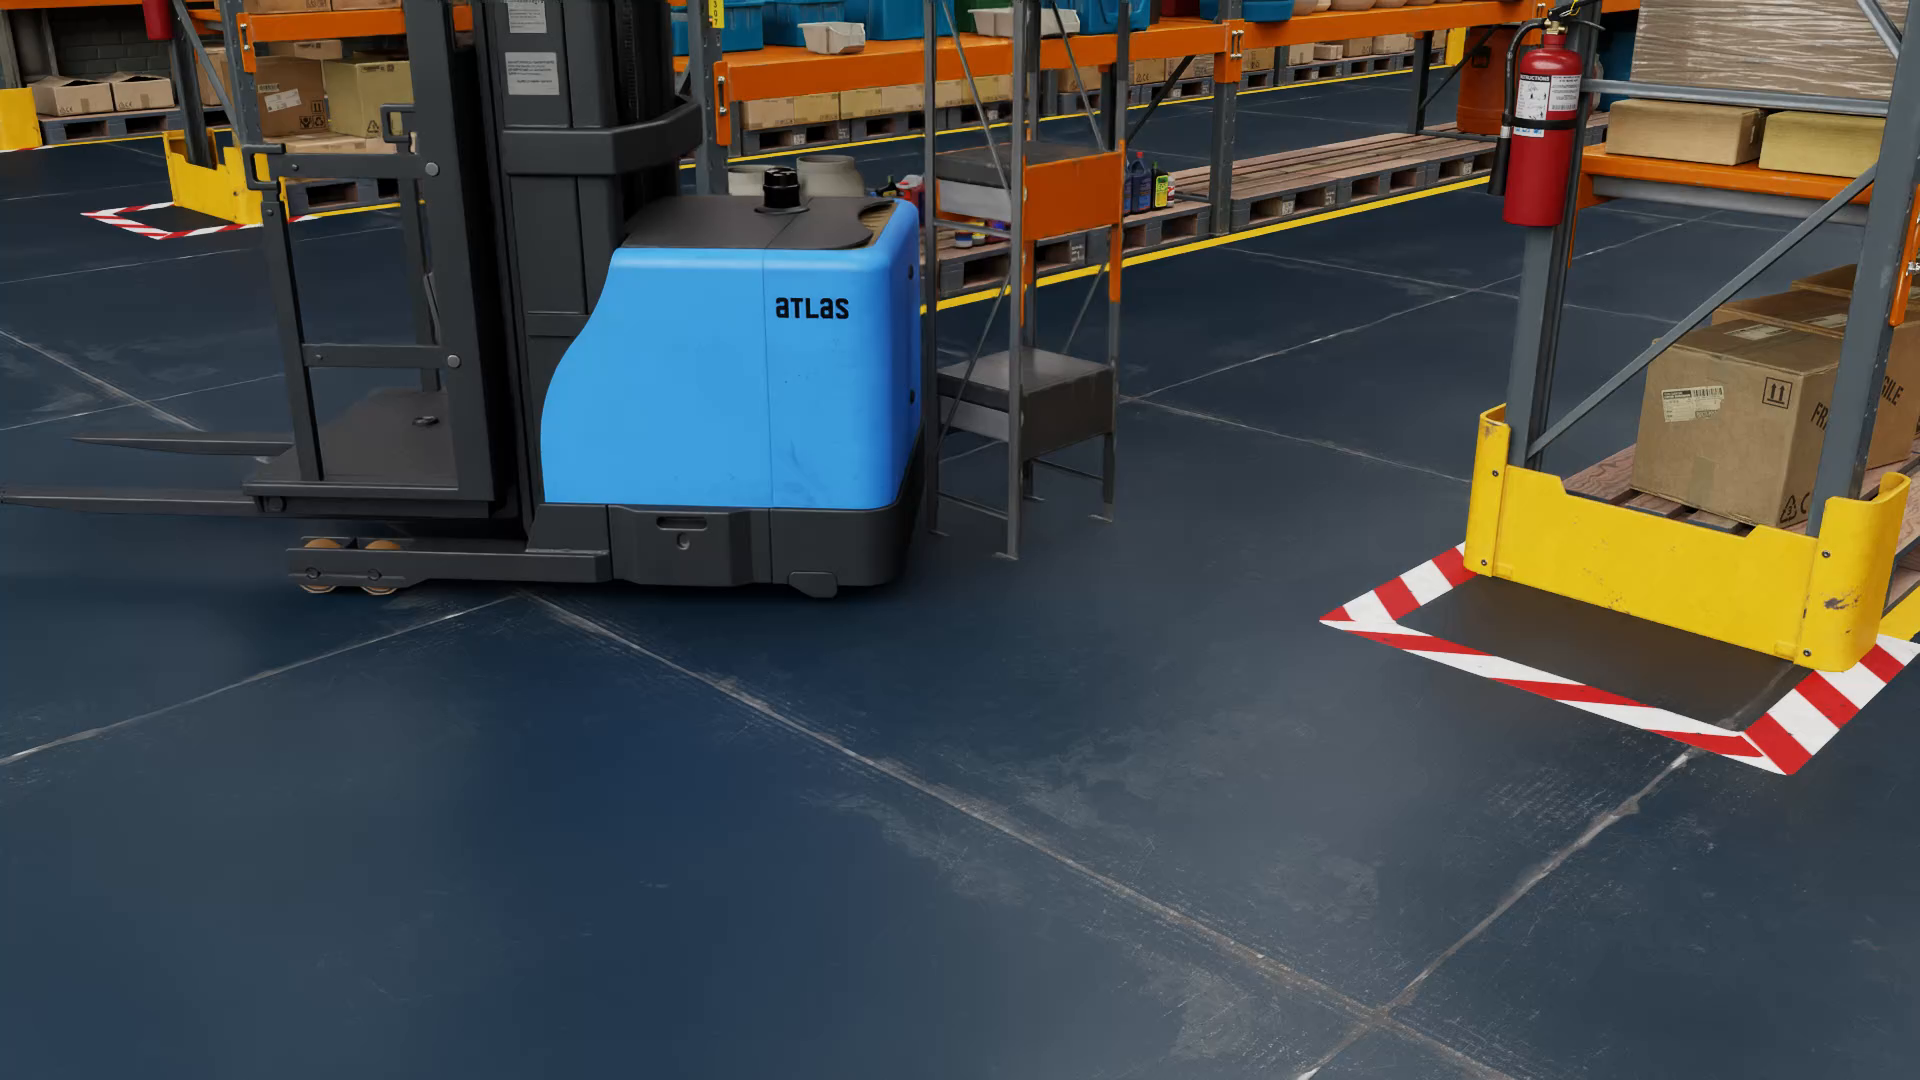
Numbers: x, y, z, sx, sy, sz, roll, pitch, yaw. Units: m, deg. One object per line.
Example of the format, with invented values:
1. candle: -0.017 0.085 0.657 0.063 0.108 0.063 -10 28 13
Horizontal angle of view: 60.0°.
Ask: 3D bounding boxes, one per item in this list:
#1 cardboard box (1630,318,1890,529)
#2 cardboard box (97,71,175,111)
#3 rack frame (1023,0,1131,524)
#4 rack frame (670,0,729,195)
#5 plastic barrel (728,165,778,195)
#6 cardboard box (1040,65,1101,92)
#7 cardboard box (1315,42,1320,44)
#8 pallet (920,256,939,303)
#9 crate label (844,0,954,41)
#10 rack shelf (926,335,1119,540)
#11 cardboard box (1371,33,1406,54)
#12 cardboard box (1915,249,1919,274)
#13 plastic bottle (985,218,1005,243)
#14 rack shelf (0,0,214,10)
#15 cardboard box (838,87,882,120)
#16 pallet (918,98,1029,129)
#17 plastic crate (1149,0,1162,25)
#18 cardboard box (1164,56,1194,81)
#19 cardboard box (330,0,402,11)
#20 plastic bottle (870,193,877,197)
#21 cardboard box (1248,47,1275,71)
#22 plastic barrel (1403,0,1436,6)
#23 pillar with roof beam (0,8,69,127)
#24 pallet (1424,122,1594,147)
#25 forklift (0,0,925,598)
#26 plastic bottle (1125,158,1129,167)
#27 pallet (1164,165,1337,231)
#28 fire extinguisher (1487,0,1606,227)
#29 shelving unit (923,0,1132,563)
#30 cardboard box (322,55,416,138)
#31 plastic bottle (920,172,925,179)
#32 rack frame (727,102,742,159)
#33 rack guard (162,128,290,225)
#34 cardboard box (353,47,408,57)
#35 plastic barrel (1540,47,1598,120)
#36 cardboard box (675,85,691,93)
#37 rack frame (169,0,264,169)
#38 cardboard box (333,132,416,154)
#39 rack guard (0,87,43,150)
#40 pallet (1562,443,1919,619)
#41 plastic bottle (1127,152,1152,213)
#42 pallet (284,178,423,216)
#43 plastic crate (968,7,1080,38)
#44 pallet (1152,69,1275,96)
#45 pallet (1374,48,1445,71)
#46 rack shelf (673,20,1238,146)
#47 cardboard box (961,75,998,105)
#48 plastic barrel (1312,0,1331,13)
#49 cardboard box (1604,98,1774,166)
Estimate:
1. cardboard box: 2.528 -0.379 5.278 0.500 0.500 0.500 -14 25 -32
2. cardboard box: -7.622 -4.165 15.364 0.500 0.311 0.500 -17 27 -38
3. rack frame: 0.377 -1.085 5.470 0.400 2.100 0.015 19 28 40
4. rack frame: -1.468 -2.433 7.724 1.000 3.000 0.127 19 28 41
5. plastic barrel: -1.064 -1.656 8.585 0.421 0.512 0.421 0 21 0
6. cardboard box: 1.089 -4.814 16.790 0.500 0.500 0.500 -19 28 -40
7. cardboard box: 4.074 -6.119 20.448 0.500 0.311 0.500 19 28 41
8. pallet: -0.878 -1.370 8.845 1.003 0.211 1.213 19 28 41
9. crate label: -0.378 -2.990 9.124 0.502 0.435 0.616 19 28 41
10. rack shelf: 0.208 -0.355 5.561 0.431 0.518 0.480 19 28 40
11. cardboard box: 5.260 -6.270 20.927 0.500 0.250 0.500 19 28 41
12. cardboard box: 3.792 -0.830 6.451 0.500 0.500 0.500 16 26 36
13. plastic bottle: 0.191 -1.812 9.281 0.133 0.283 0.061 -20 28 -41
14. rack shelf: -7.171 -5.091 15.641 1.077 0.370 4.000 19 28 41
15. cardboard box: -1.048 -3.921 14.842 0.500 0.250 0.500 18 28 39
16. pallet: -0.036 -4.227 16.277 1.003 0.211 1.213 19 28 41
17. plastic crate: 0.866 -3.330 10.143 0.767 0.338 0.504 19 28 41
18. cardboard box: 2.164 -5.213 17.828 0.500 0.500 0.500 18 27 39
19. cardboard box: -4.317 -3.973 11.592 0.500 0.500 0.700 -19 28 -41
20. plastic bottle: -0.501 -1.914 9.661 0.097 0.201 0.097 0 21 0
21. cardboard box: 3.218 -5.598 18.830 0.500 0.500 0.500 19 28 40
22. plastic barrel: 3.254 -4.115 11.945 0.421 0.512 0.421 0 21 0
23. pillar with roof beam: -5.613 -7.032 11.327 9.100 9.000 0.400 19 28 41
24. pallet: 4.633 -3.401 14.129 1.003 0.211 1.213 19 28 41
25. forklift: -1.664 -1.384 5.091 3.031 2.935 1.130 1 21 4
26. plastic bottle: 0.976 -2.229 10.271 0.144 0.351 0.185 19 28 41
27. pallet: 1.842 -2.371 11.450 1.003 0.211 1.213 19 28 41
28. fire extinguisher: 1.671 -1.243 4.736 0.296 0.674 0.183 19 28 41
29. shelving unit: 0.208 -1.021 5.305 0.431 2.100 0.503 19 28 40
30. cardboard box: -4.134 -3.147 11.784 0.500 0.500 0.500 19 28 41
31. plastic bottle: -0.209 -2.042 9.891 0.152 0.276 0.135 18 28 39
32. rack frame: -2.224 -4.702 13.627 1.000 3.000 0.127 19 28 41
33. rack guard: -5.031 -2.501 11.384 1.175 0.500 0.348 19 28 41
34. cardboard box: -4.167 -3.409 12.466 0.500 0.500 0.500 19 28 41
35. plastic barrel: 5.230 -3.980 14.525 0.600 0.588 0.708 19 28 41
36. cardboard box: -2.147 -4.052 14.402 0.500 0.311 0.500 19 28 41
37. rack frame: -5.015 -3.674 10.952 1.000 3.000 0.127 19 28 41
38. cardboard box: -4.135 -2.798 11.920 0.500 0.250 0.500 19 28 41
39. rack guard: -8.513 -3.765 14.674 1.175 0.500 0.348 19 28 41
40. pallet: 2.726 -0.111 5.570 1.003 0.211 1.213 19 28 41
41. plastic bottle: 1.080 -2.192 10.177 0.144 0.351 0.185 18 28 39
42. pallet: -4.511 -2.579 11.991 1.003 0.211 1.213 19 28 41
43. plastic crate: 0.371 -2.857 9.195 0.530 0.136 0.437 19 28 41
44. pallet: 2.816 -5.238 18.909 1.003 0.211 1.213 19 28 41
45. pallet: 5.539 -6.260 21.568 1.003 0.211 1.213 19 28 41
46. rack shelf: -0.073 -2.611 9.190 1.077 0.370 4.000 19 28 41
47. cardboard box: 0.017 -4.313 15.862 0.500 0.250 0.500 19 28 40
48. plastic barrel: 2.356 -3.699 11.209 0.301 0.262 0.301 0 21 0
49. cardboard box: 2.131 -1.201 4.869 0.380 0.149 0.250 19 28 41
